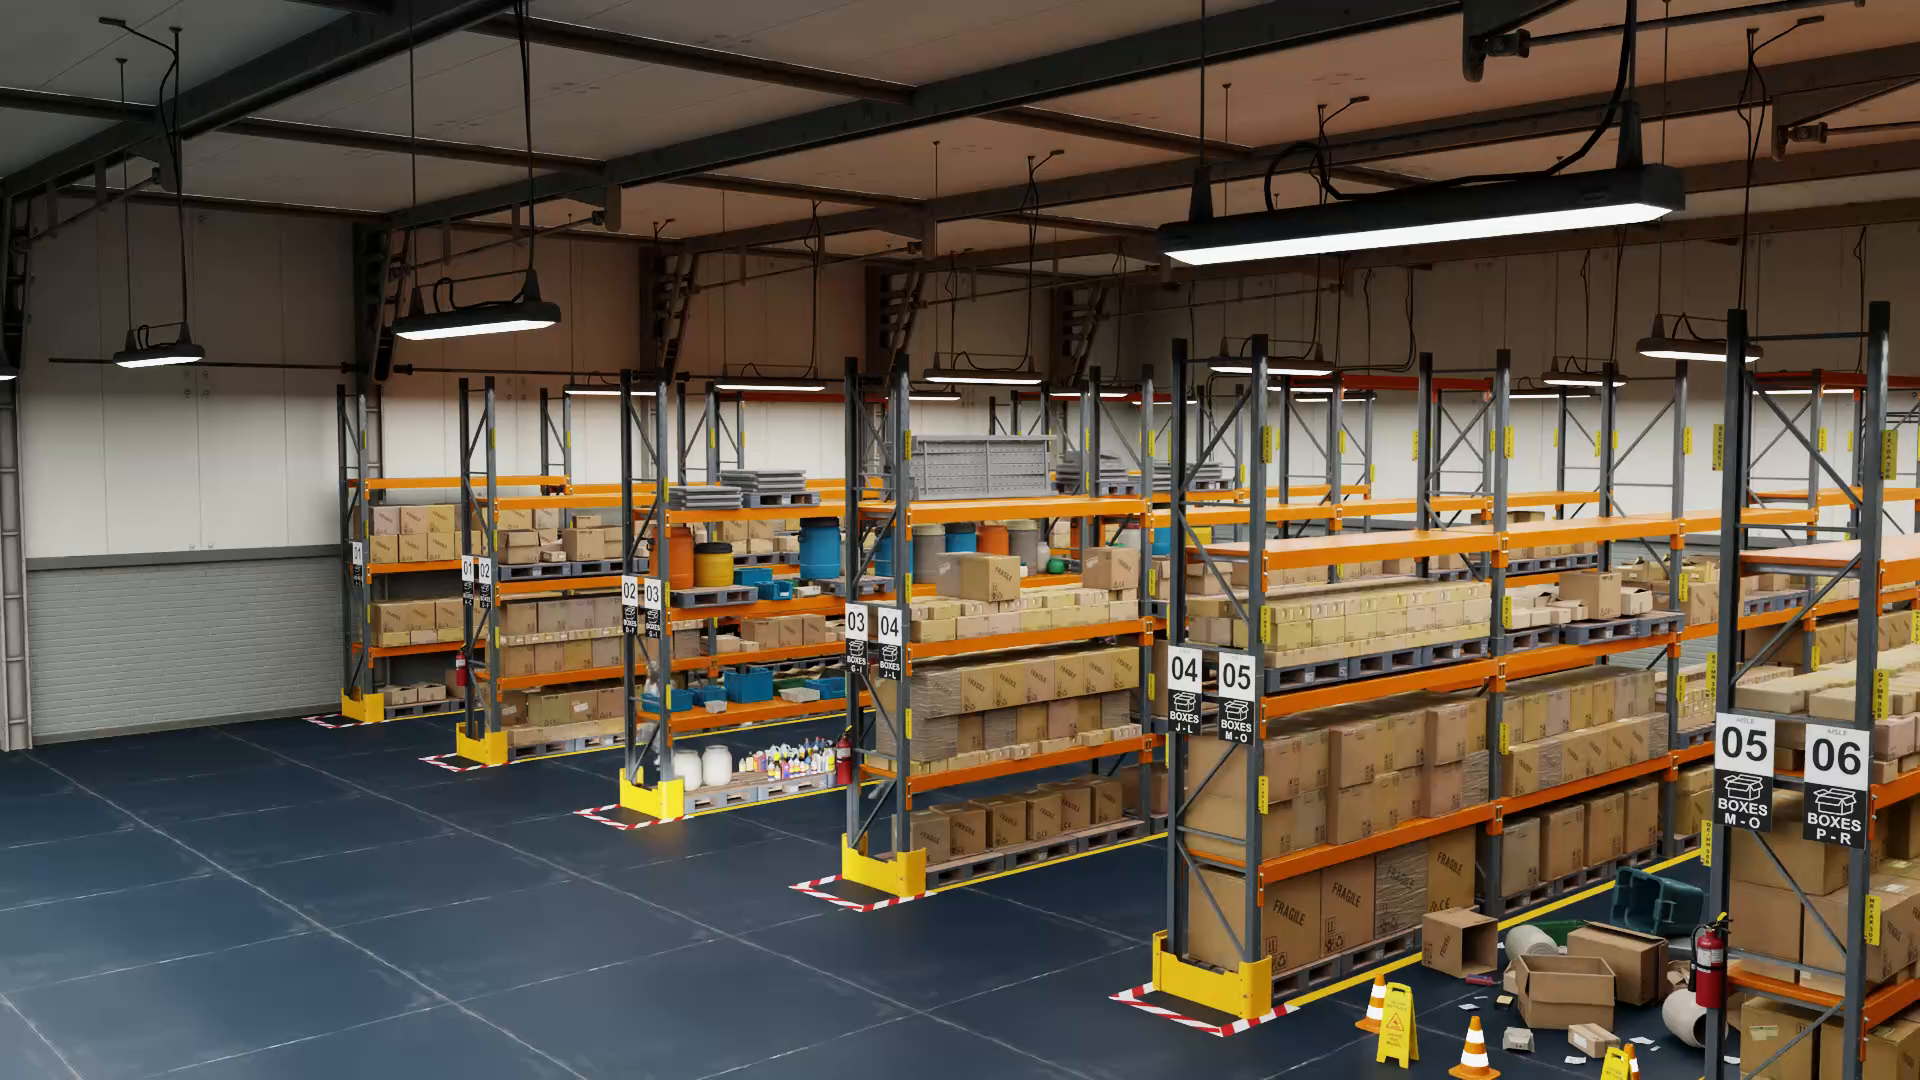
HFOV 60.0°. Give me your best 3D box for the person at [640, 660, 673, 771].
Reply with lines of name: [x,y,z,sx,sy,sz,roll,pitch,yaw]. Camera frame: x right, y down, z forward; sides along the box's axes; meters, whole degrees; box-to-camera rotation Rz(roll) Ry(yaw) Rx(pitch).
person: [-4.566,2.648,24.982,0.699,1.714,0.792,4,5,44]

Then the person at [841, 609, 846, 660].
person: [-2.229,2.050,34.913,0.664,1.663,0.670,2,4,26]

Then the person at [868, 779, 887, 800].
person: [-0.825,2.799,23.218,0.797,1.663,0.662,-3,5,-42]

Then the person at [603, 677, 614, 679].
person: [-6.414,2.375,30.386,0.562,1.609,0.557,2,4,24]
